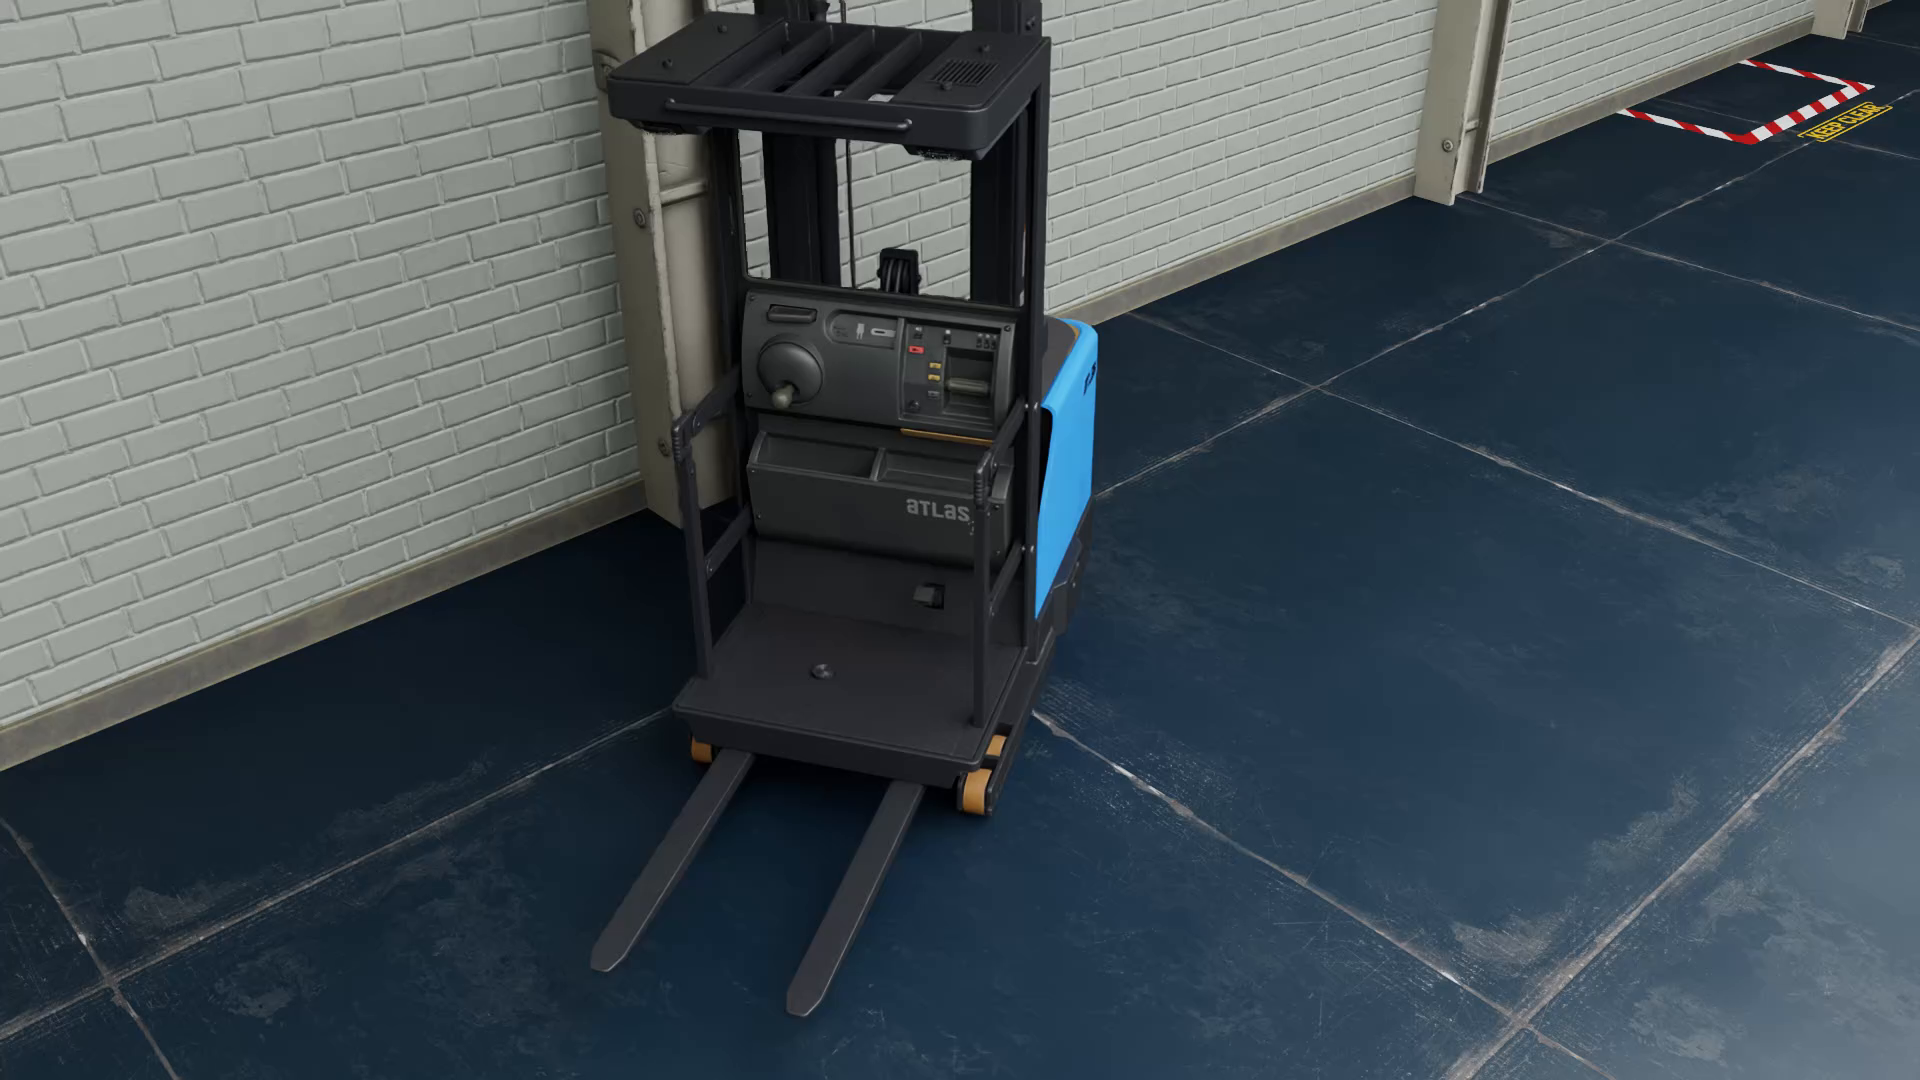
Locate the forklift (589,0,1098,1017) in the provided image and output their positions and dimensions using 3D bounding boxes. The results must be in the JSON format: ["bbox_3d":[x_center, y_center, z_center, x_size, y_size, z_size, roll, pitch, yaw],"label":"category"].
[{"bbox_3d":[-0.334,-0.536,5.316,1.130,2.935,3.031,9,32,14],"label":"forklift"}]

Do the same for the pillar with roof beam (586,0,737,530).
[{"bbox_3d":[1.746,-2.364,2.491,0.400,9.000,9.100,-26,40,-35],"label":"pillar with roof beam"}]

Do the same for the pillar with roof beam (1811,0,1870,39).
[{"bbox_3d":[10.545,-6.621,9.452,0.400,9.000,9.100,-26,40,-35],"label":"pillar with roof beam"}]

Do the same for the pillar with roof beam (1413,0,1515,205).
[{"bbox_3d":[6.145,-4.493,5.971,0.400,9.000,9.100,-26,40,-35],"label":"pillar with roof beam"}]
